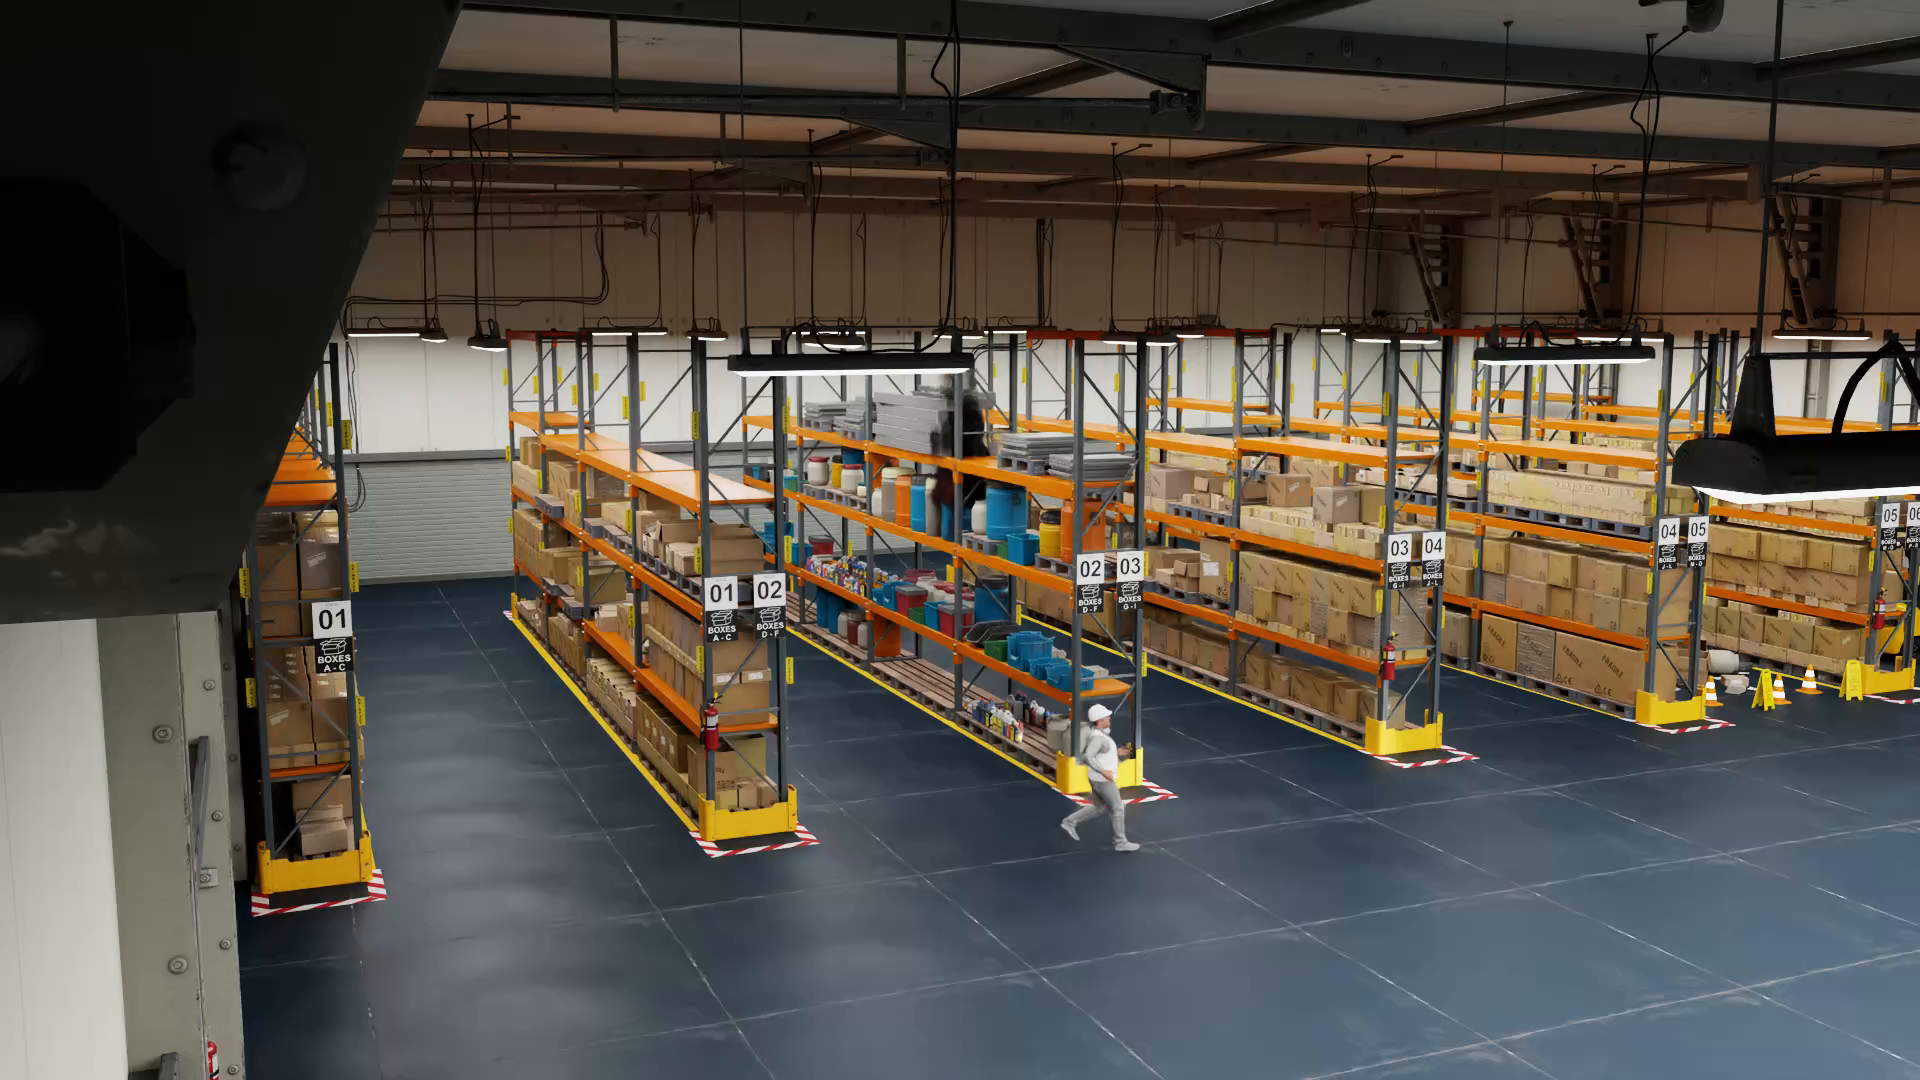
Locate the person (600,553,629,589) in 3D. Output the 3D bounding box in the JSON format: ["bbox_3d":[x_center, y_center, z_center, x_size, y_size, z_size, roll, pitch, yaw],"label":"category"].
[{"bbox_3d":[-7.441,0.664,35.842,0.516,1.636,0.628,4,9,29],"label":"person"}]

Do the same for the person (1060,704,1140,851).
[{"bbox_3d":[1.660,2.797,19.588,0.935,1.750,0.666,0,8,-2],"label":"person"}]

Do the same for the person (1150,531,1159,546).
[{"bbox_3d":[5.091,-0.286,42.754,0.553,1.609,0.660,5,9,32],"label":"person"}]
